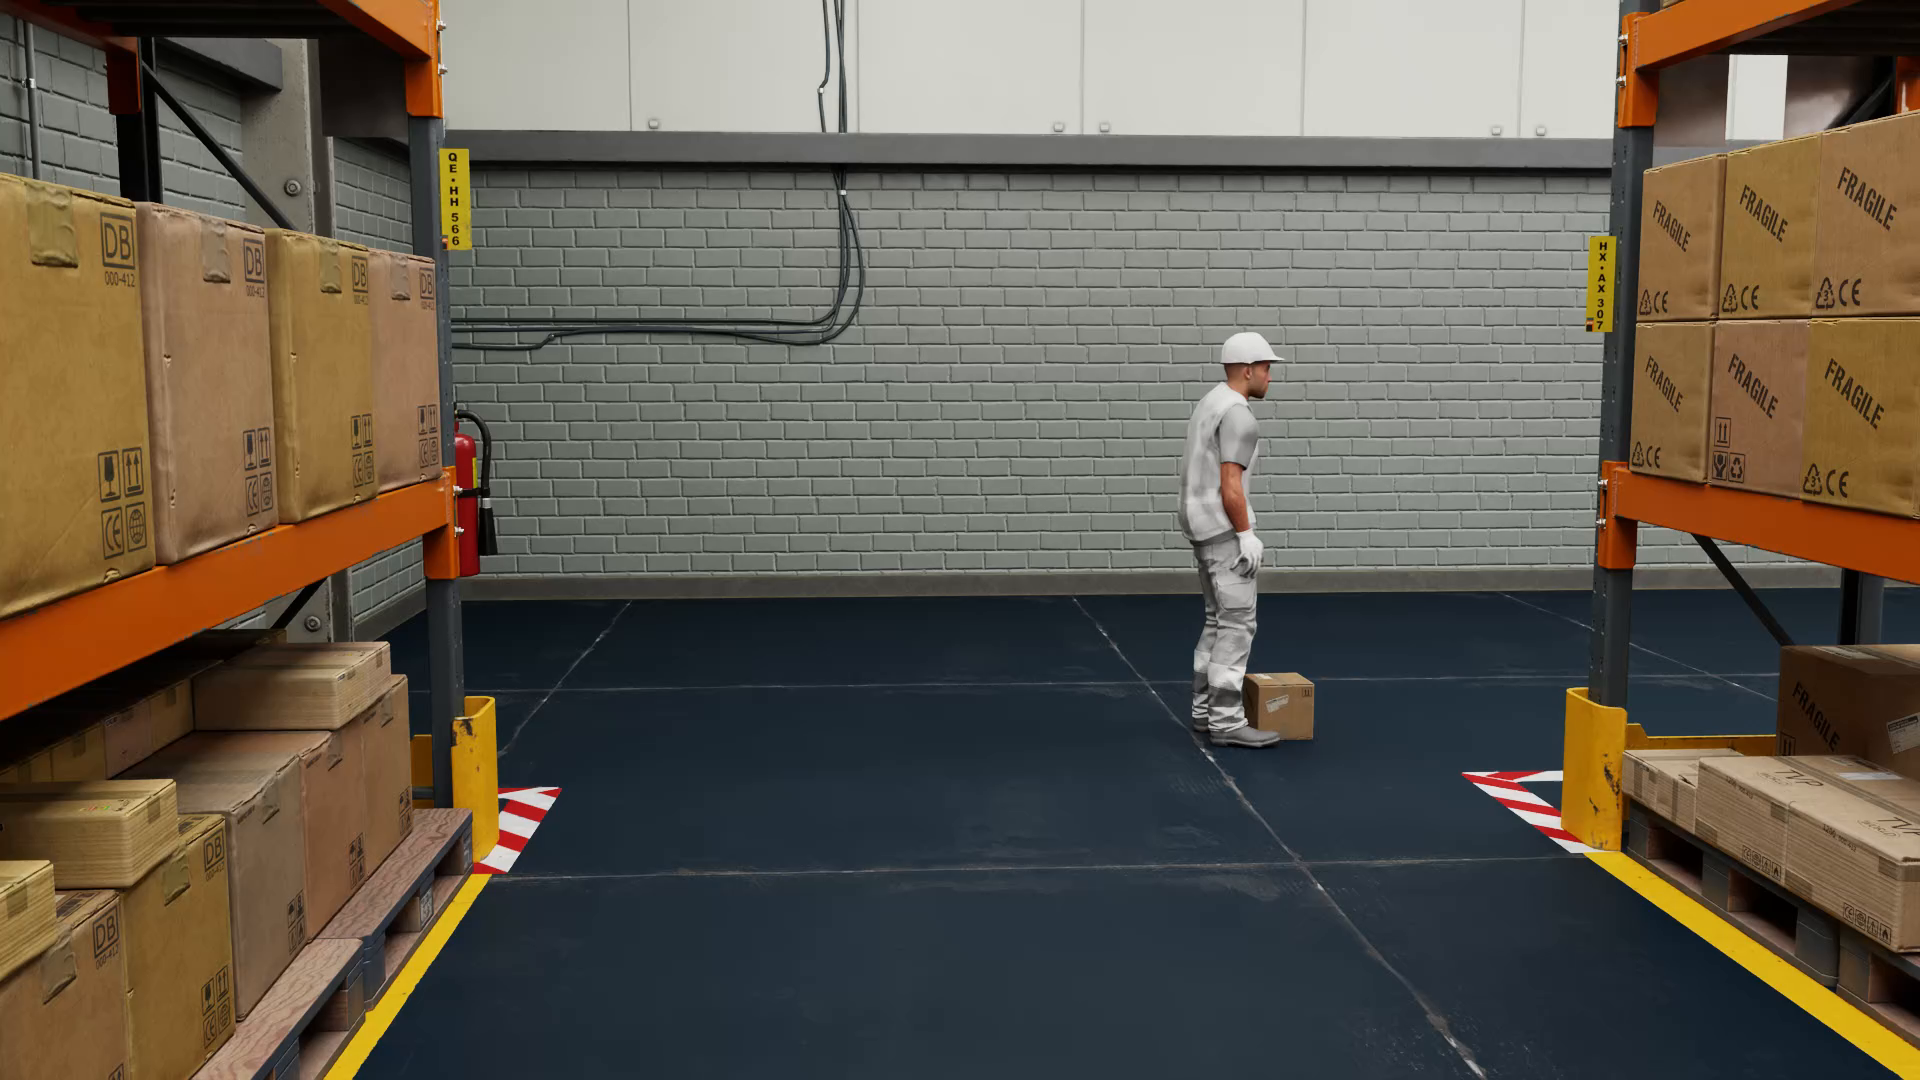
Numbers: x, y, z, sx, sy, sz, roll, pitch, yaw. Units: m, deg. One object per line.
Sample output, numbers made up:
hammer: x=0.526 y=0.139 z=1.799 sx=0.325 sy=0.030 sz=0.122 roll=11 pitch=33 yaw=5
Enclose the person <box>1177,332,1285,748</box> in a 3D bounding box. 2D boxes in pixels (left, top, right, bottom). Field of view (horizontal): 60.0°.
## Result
person: x=1.189 y=-0.014 z=7.288 sx=0.449 sy=1.779 sz=0.609 roll=0 pitch=7 yaw=-3
